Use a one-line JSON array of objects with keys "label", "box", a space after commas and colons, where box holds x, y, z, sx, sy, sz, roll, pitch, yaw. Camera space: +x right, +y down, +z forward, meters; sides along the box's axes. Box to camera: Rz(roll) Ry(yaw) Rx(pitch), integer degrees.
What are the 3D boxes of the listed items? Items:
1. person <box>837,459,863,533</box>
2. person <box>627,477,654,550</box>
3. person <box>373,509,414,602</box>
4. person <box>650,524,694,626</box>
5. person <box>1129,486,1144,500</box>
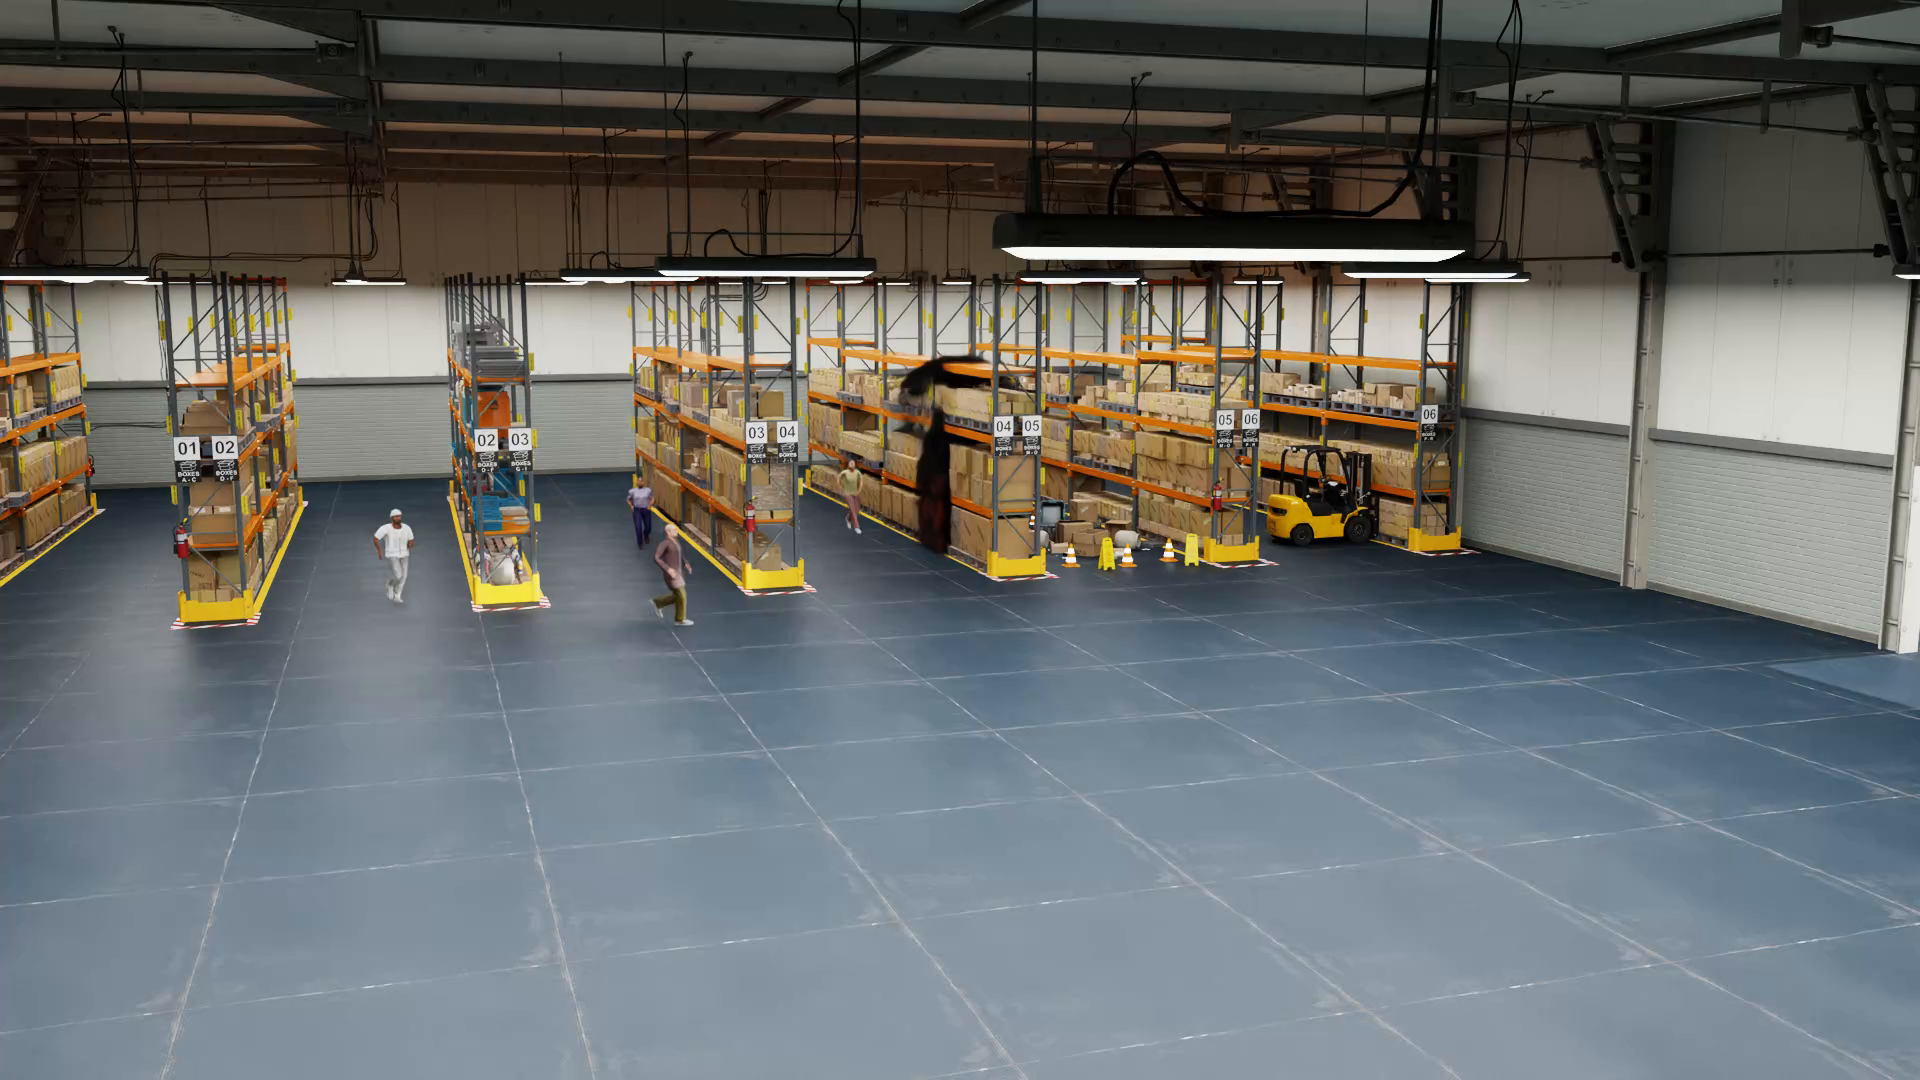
[{"label": "person", "box": [-2.451, -1.006, 37.415, 0.604, 1.658, 0.722, -4, 9, -23]}, {"label": "person", "box": [-7.059, -0.601, 36.813, 0.608, 1.584, 0.545, -2, 9, -15]}, {"label": "person", "box": [-10.267, 0.299, 30.383, 0.686, 1.728, 0.591, -8, 12, -42]}, {"label": "person", "box": [-4.952, 0.587, 28.402, 0.859, 1.741, 0.747, 3, 9, 17]}, {"label": "person", "box": [4.720, -1.763, 43.933, 0.714, 1.742, 0.624, -4, 9, -23]}]
